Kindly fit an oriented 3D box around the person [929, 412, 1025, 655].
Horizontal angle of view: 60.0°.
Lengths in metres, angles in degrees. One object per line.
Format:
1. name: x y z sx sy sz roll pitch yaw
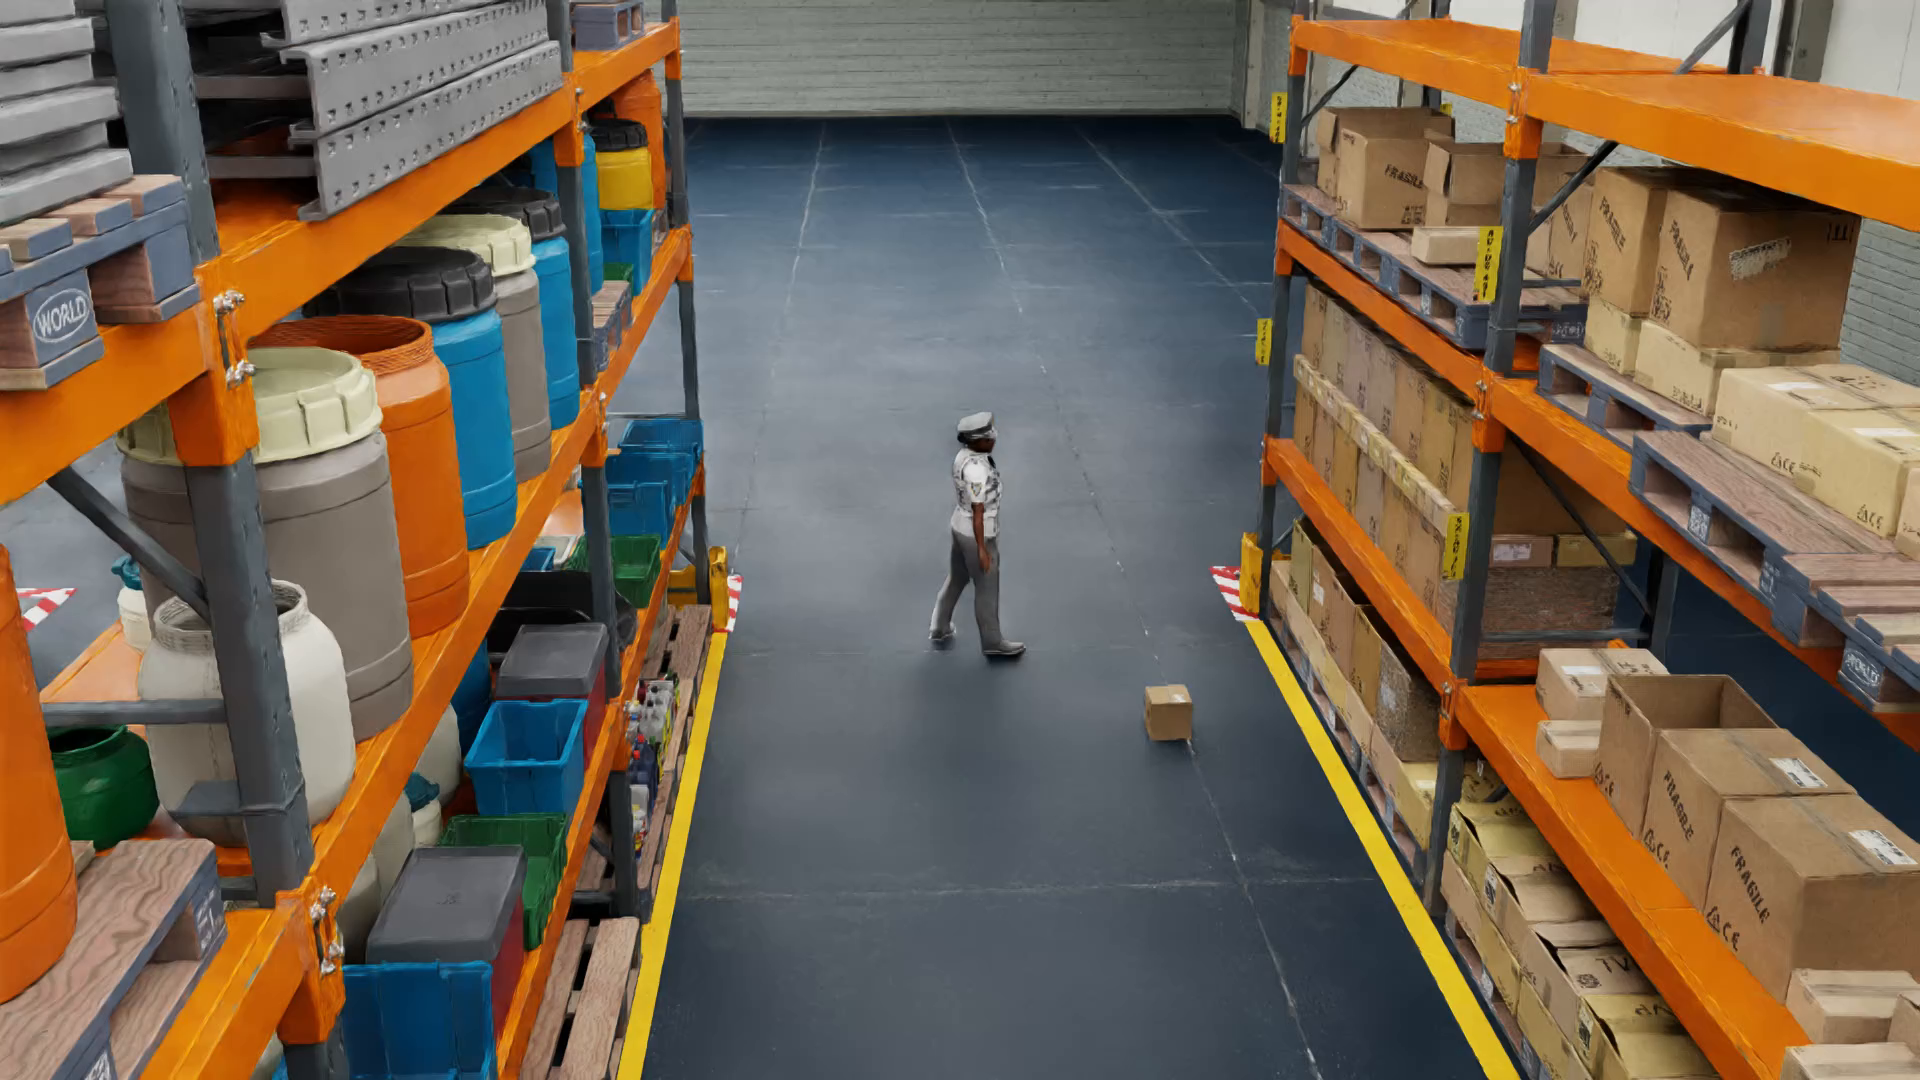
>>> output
1. person: 0.119 -0.031 11.134 0.615 1.653 0.684 -4 21 -11
